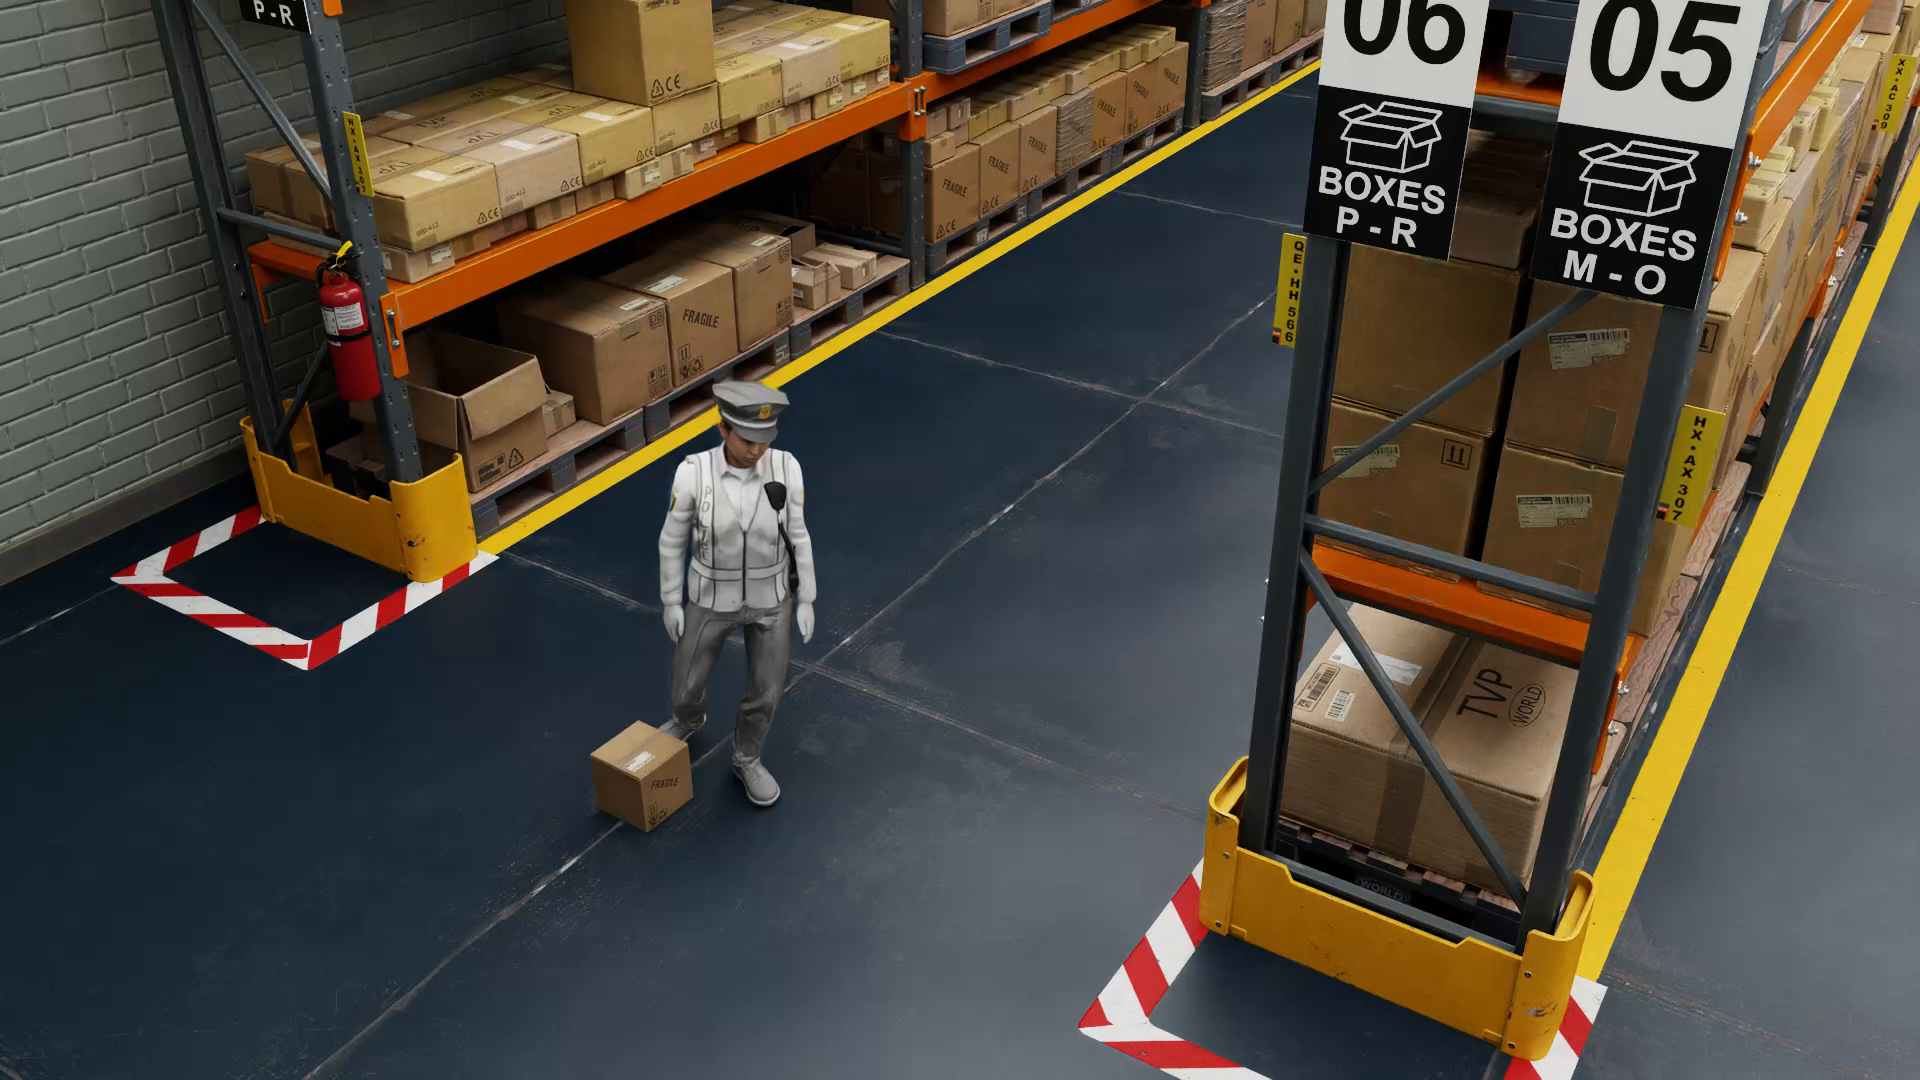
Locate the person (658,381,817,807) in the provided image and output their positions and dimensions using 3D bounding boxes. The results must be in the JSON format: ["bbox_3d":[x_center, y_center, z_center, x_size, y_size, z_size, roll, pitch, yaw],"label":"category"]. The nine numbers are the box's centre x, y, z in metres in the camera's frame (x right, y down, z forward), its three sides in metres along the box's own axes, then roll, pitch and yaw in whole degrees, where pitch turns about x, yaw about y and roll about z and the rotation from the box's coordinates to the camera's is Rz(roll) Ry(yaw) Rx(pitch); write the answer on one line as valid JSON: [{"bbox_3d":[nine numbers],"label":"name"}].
[{"bbox_3d":[-0.844,0.181,5.841,0.661,1.644,0.508,-6,31,-10],"label":"person"}]
